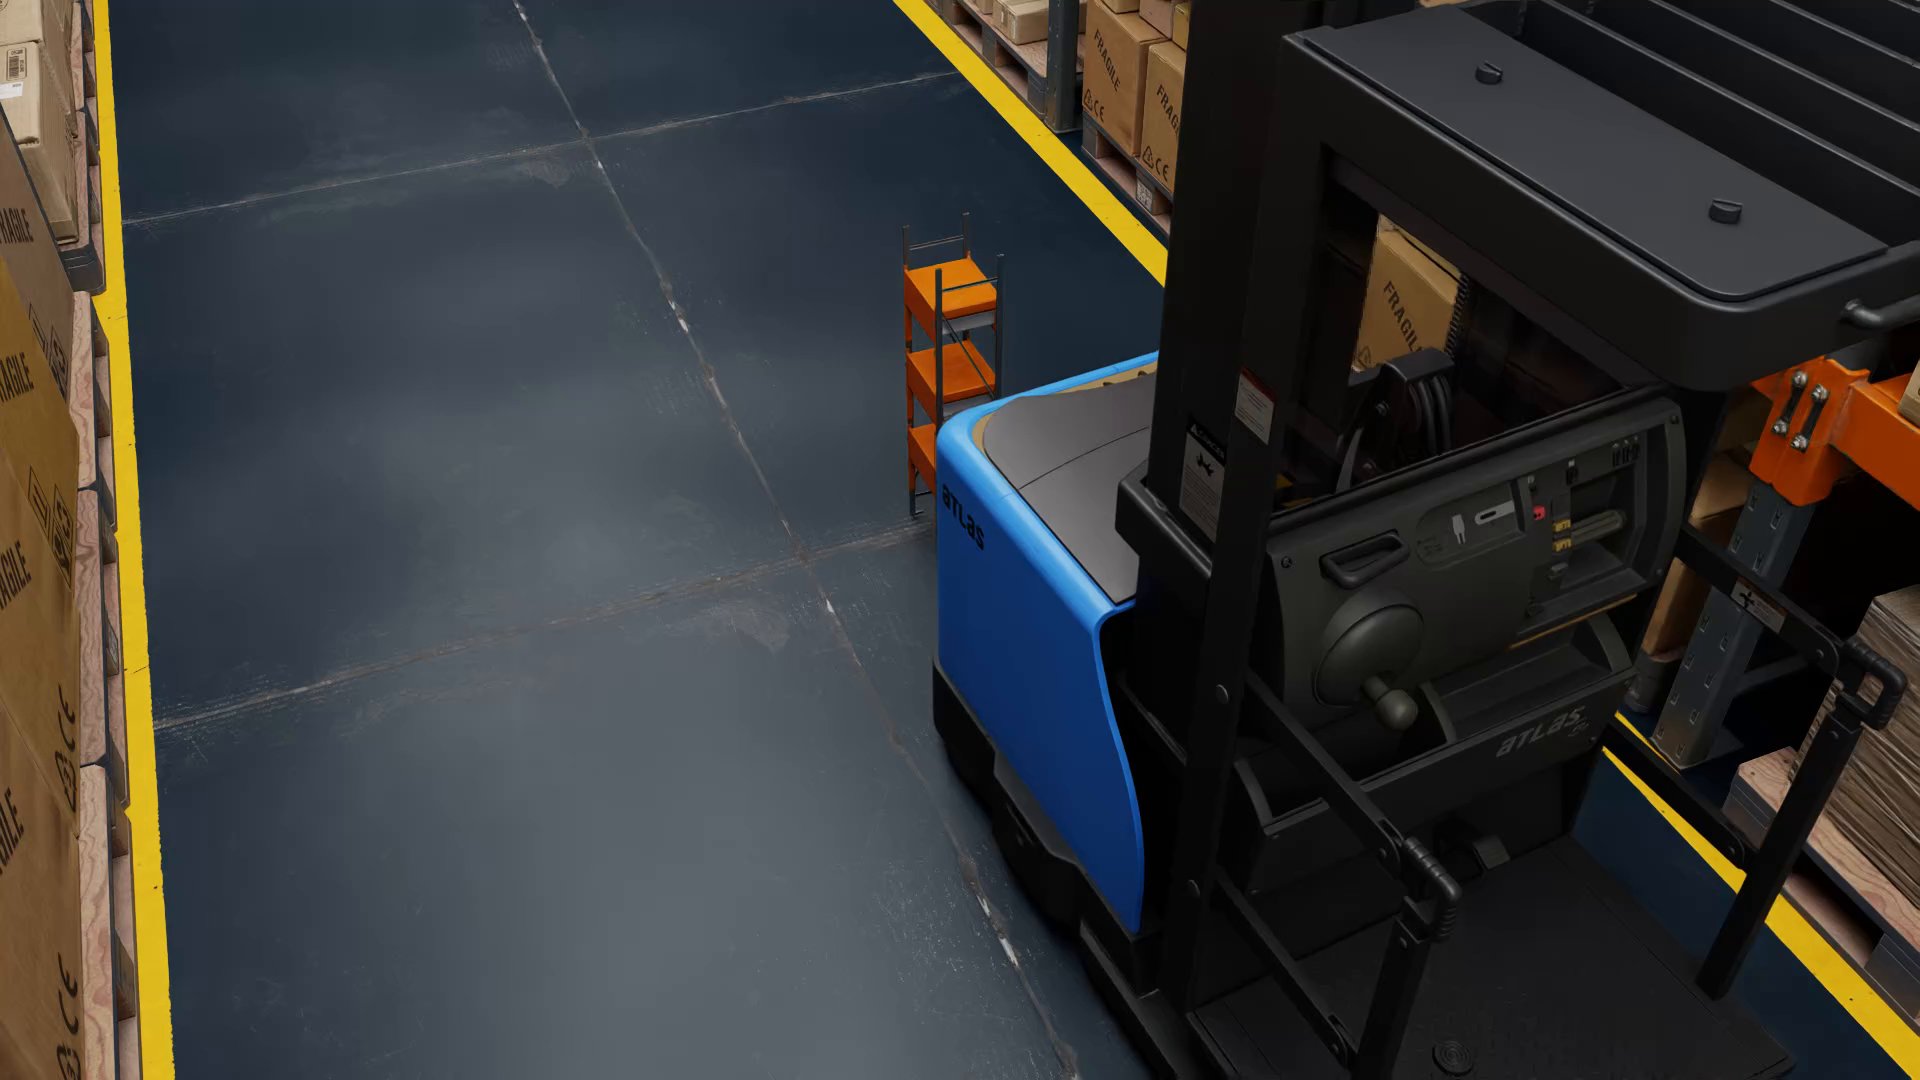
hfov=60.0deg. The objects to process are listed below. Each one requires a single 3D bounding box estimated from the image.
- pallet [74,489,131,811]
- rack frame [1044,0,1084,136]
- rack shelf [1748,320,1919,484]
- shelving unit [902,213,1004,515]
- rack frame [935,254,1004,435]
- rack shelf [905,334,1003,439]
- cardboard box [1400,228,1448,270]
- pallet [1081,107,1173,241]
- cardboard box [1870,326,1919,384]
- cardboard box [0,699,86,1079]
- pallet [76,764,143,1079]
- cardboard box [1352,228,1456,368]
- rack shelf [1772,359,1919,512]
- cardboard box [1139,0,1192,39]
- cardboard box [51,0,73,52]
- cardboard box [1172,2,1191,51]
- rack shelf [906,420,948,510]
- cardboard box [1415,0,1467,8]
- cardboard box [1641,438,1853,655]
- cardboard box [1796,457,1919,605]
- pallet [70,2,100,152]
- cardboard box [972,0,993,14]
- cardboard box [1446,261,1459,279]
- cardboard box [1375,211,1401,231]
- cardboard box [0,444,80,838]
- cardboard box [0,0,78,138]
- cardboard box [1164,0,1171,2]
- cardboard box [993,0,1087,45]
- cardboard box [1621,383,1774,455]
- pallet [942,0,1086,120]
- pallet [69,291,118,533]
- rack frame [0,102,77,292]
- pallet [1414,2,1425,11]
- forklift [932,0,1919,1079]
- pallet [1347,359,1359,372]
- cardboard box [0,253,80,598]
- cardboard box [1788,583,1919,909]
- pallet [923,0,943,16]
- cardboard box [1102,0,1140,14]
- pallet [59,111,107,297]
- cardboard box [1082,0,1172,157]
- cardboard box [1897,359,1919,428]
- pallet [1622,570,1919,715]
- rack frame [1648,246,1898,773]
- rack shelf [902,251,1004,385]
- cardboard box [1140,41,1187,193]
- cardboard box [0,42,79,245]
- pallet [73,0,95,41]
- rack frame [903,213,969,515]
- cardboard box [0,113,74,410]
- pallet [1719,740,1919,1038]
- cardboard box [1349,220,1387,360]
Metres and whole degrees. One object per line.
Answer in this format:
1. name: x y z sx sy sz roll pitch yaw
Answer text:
1. pallet: -2.890 0.404 4.618 1.003 0.211 1.213 -15 43 -17
2. rack frame: 0.859 -3.076 6.526 1.000 3.000 0.127 -15 43 -17
3. rack shelf: 1.624 -1.598 5.360 1.077 0.370 4.000 -15 43 -17
4. shelving unit: -0.020 -0.430 4.945 0.215 1.050 0.252 -15 43 -17
5. rack frame: 0.026 -0.357 4.860 0.200 1.050 0.008 -15 43 -17
6. rack shelf: -0.020 -0.422 4.952 0.215 0.259 0.240 -15 43 -17
7. cardboard box: 1.619 -1.005 5.216 0.380 0.149 0.250 -16 43 -17
8. pallet: 1.205 -1.538 6.877 1.003 0.211 1.213 -15 43 -17
9. cardboard box: 2.478 -0.516 4.647 0.380 0.149 0.250 -13 42 -15
10. cardboard box: -2.382 0.784 3.346 0.875 0.875 0.875 -15 43 -17
11. pallet: -2.427 1.138 3.765 1.003 0.211 1.213 -15 43 -17
12. cardboard box: 1.645 -0.698 5.356 0.500 0.500 0.500 -13 42 -15
13. rack shelf: 3.155 0.811 2.558 1.077 0.370 4.000 -15 43 -17
14. cardboard box: 0.928 -2.103 6.493 0.380 0.149 0.250 -16 43 -18
15. cardboard box: -4.553 -2.511 7.512 0.875 0.438 0.875 -14 43 -16
16. cardboard box: 1.037 -1.952 6.316 0.380 0.149 0.250 -17 44 -19
17. rack shelf: -0.020 -0.212 5.133 0.215 0.259 0.240 -15 43 -17
18. cardboard box: 1.594 -1.802 4.644 0.797 0.503 0.637 -16 43 -18
19. cardboard box: 2.029 -0.079 4.636 0.500 0.500 0.500 -14 43 -16
20. cardboard box: 2.487 -0.202 4.779 0.500 0.500 0.500 -14 43 -15
21. pallet: -4.415 -1.992 7.404 1.003 0.211 1.213 -15 43 -17
22. cardboard box: 0.238 -2.676 7.836 0.396 0.266 0.258 -14 43 -15
23. cardboard box: 1.715 -0.855 5.041 0.380 0.149 0.250 -14 43 -16
24. cardboard box: 1.485 -1.164 5.400 0.380 0.149 0.250 -17 44 -19
25. cardboard box: -2.720 0.245 3.972 0.875 0.875 0.875 -15 43 -16
26. cardboard box: -4.210 -1.967 6.880 0.875 0.438 0.875 -16 43 -18
27. cardboard box: 0.894 -2.219 6.399 0.380 0.149 0.250 -17 44 -19
28. cardboard box: 0.375 -2.417 7.624 0.380 0.149 0.250 -16 43 -18
29. cardboard box: 1.967 -0.358 4.463 0.380 0.149 0.250 -17 44 -19
30. pallet: 0.597 -2.433 7.917 1.003 0.211 1.213 -15 43 -17
31. pallet: -3.360 -0.332 5.474 1.003 0.211 1.213 -15 43 -17
32. rack frame: -3.725 -1.835 5.084 1.000 3.000 0.127 -15 43 -17
33. pallet: 1.641 -1.764 5.148 1.003 0.211 1.213 -15 43 -17
34. forklift: 1.050 0.122 2.860 1.130 2.935 3.031 -19 44 -20
35. pallet: 1.676 -0.802 6.021 1.003 0.211 1.213 -15 43 -17
36. cardboard box: -3.061 -0.293 4.598 0.875 0.875 0.875 -14 43 -16
37. cardboard box: 2.616 0.454 3.921 0.875 0.625 0.625 -14 43 -16
38. pallet: 0.127 -3.169 8.773 1.003 0.211 1.213 -15 43 -17
39. cardboard box: 0.751 -2.251 6.665 0.380 0.149 0.250 -13 42 -15
40. pallet: -3.944 -1.256 6.548 1.003 0.211 1.213 -15 43 -17
41. cardboard box: 0.836 -1.940 6.800 0.500 0.500 0.500 -13 42 -15
42. cardboard box: 2.334 -0.281 3.392 0.500 0.250 0.500 -15 43 -17
43. pallet: 2.139 -0.068 5.168 1.003 0.211 1.213 -15 43 -17
44. rack frame: 2.390 -0.666 3.724 1.000 3.000 0.127 -15 43 -17
45. rack shelf: -0.020 -0.637 4.767 0.215 0.259 0.240 -15 43 -17
46. cardboard box: 1.049 -1.622 6.430 0.500 0.500 0.500 -16 43 -17
47. cardboard box: -3.866 -1.428 6.253 0.875 0.438 0.875 -16 43 -17
48. pallet: -4.878 -2.726 8.258 1.003 0.211 1.213 -15 43 -17
49. rack frame: -0.067 -0.504 5.031 0.200 1.050 0.008 -15 43 -17
50. cardboard box: -3.414 -0.836 5.229 0.875 0.875 0.875 -14 43 -16
51. pallet: 2.669 0.897 4.046 1.003 0.211 1.213 -15 43 -17
52. cardboard box: 1.429 -1.006 5.714 0.500 0.500 0.500 -17 43 -18
